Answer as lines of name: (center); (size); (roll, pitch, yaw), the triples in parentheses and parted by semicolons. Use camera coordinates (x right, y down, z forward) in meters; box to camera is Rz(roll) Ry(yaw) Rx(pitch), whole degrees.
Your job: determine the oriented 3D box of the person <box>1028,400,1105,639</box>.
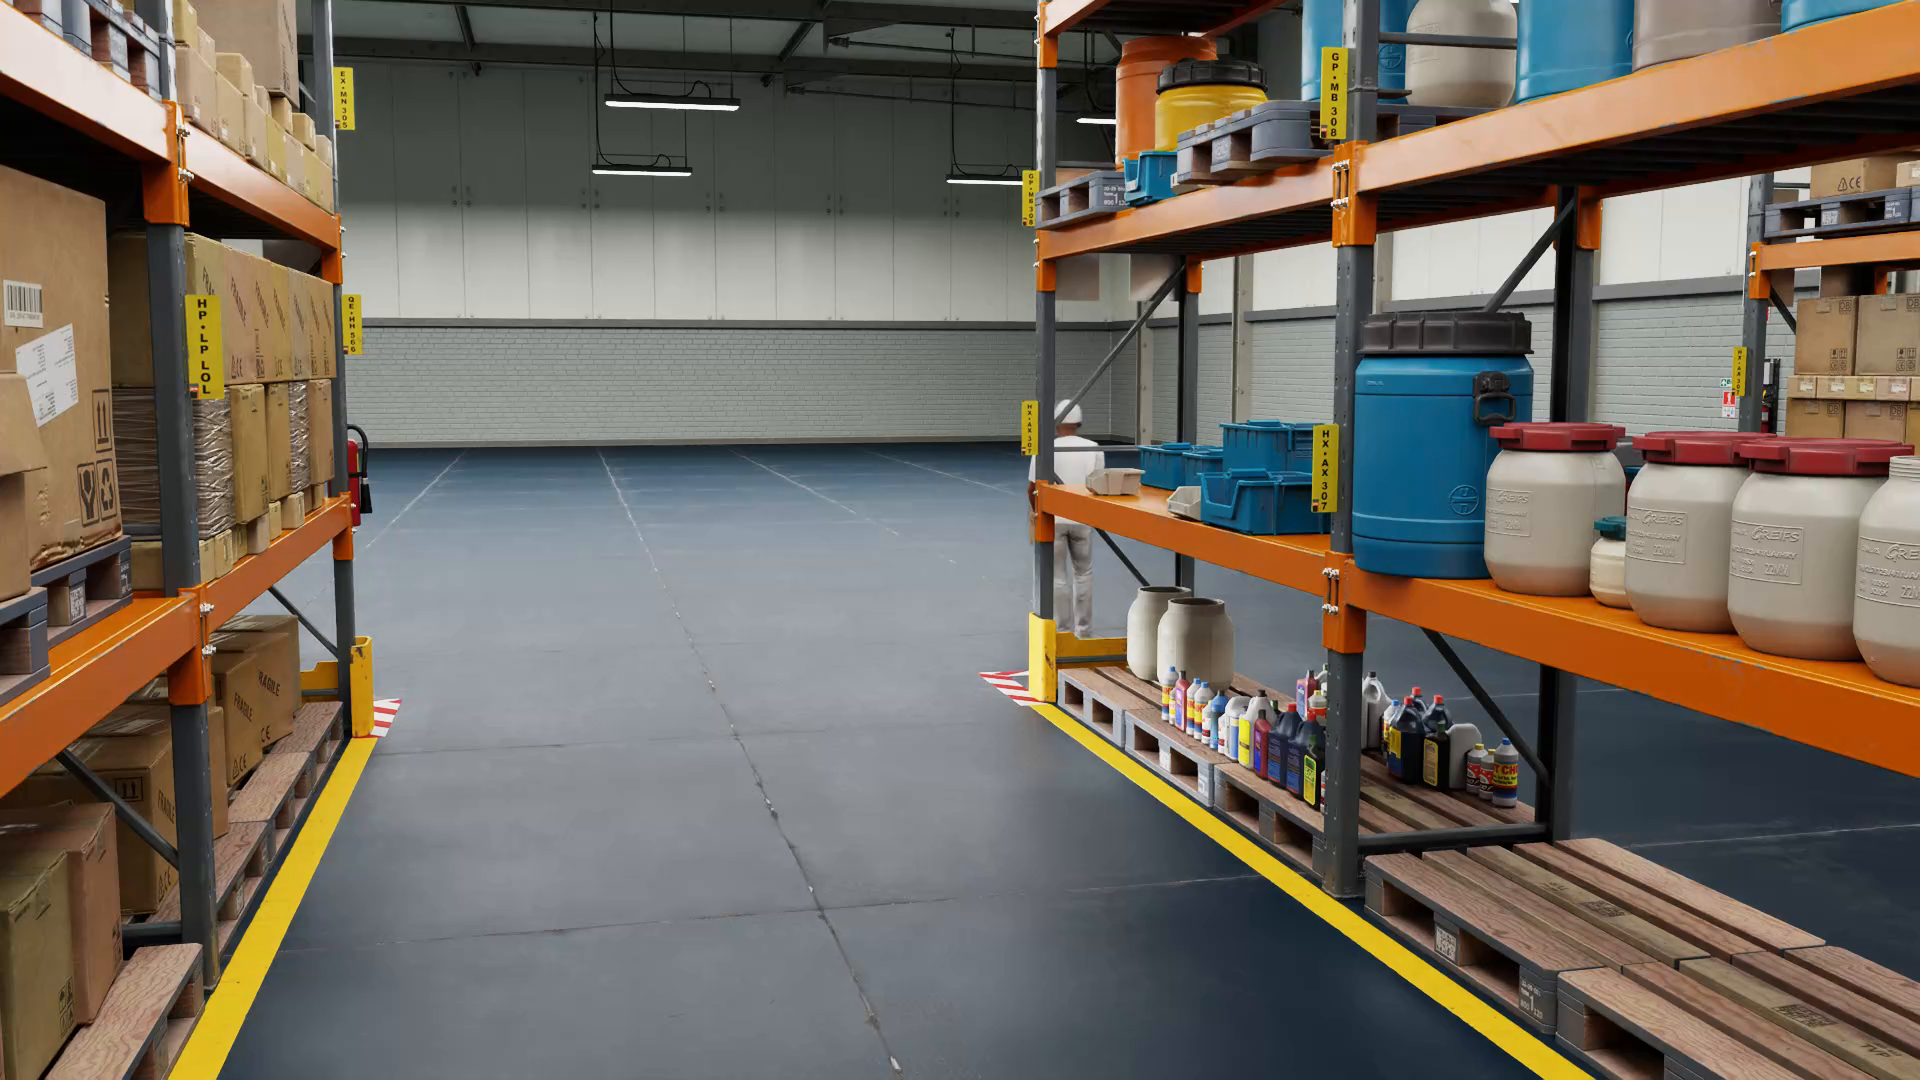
person: (0.766, -0.138, 12.129); (0.560, 1.767, 0.493); (-1, 6, -6)
